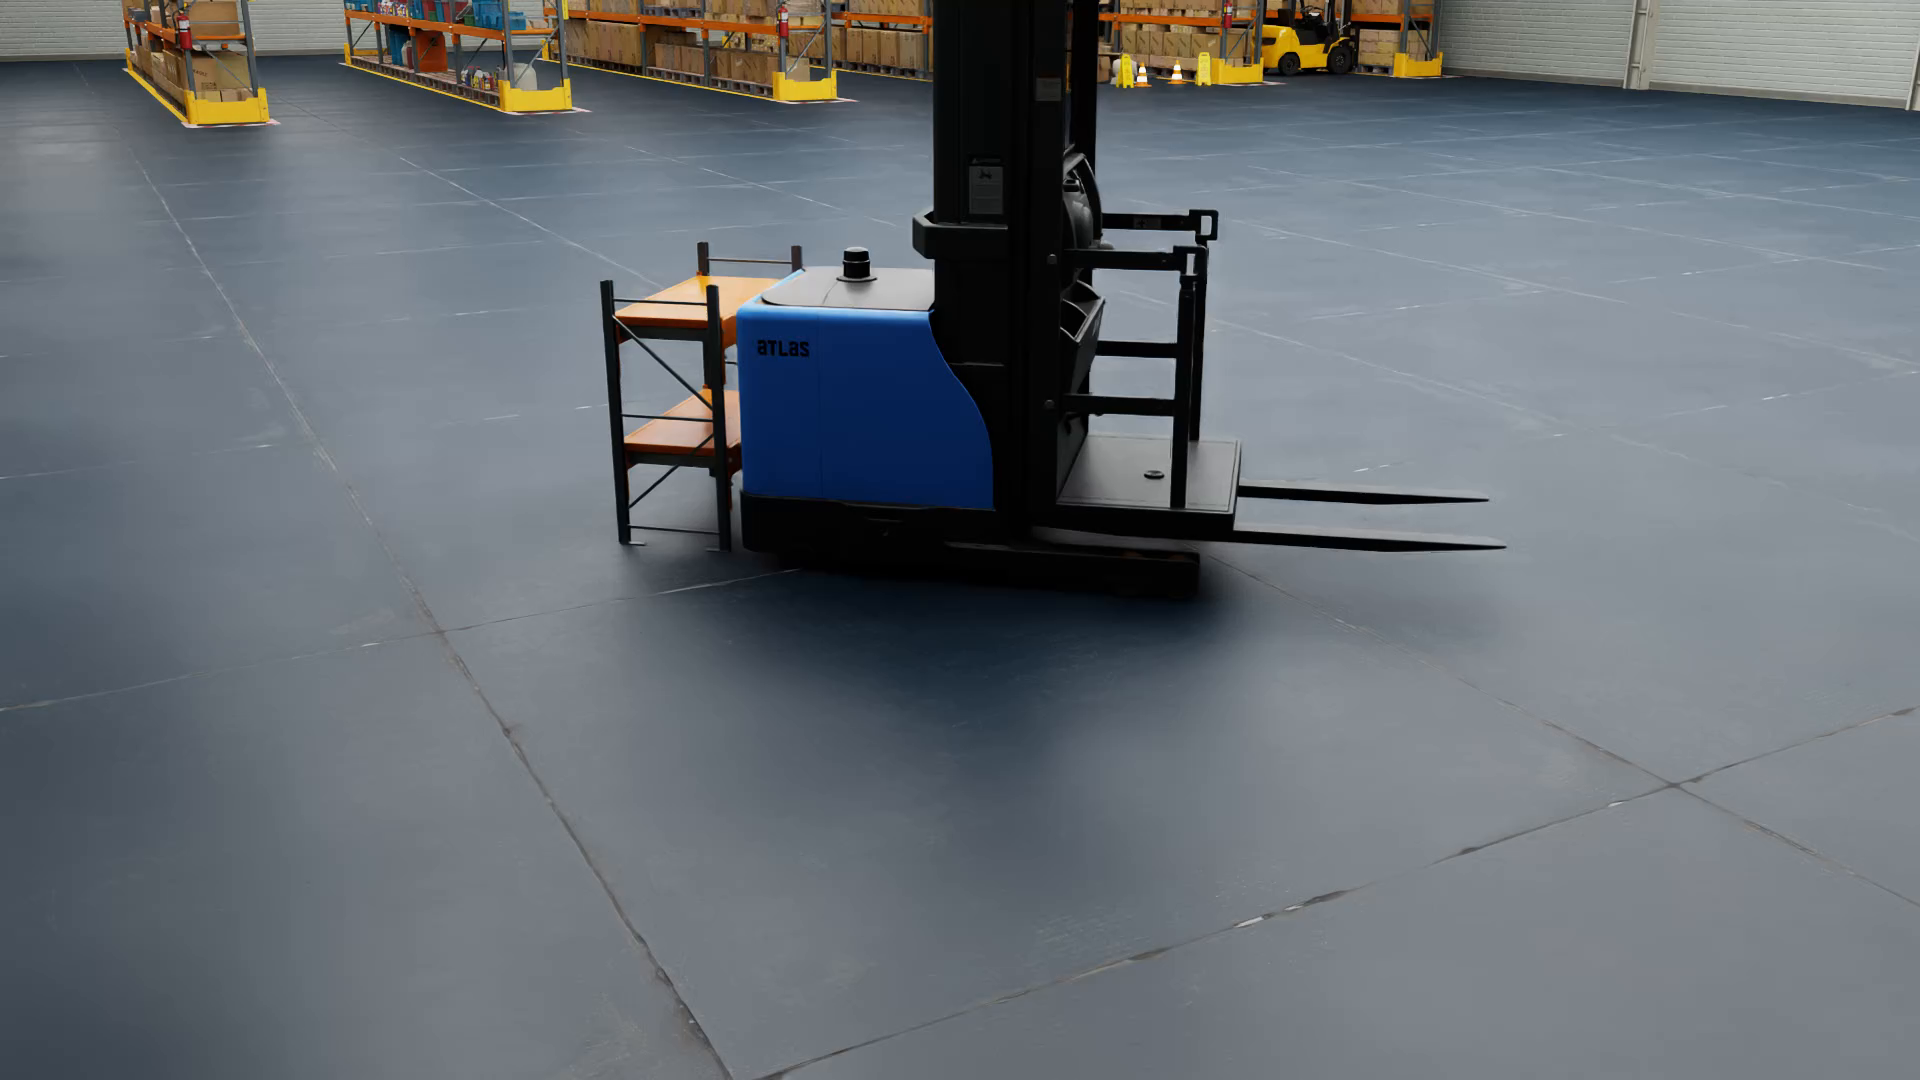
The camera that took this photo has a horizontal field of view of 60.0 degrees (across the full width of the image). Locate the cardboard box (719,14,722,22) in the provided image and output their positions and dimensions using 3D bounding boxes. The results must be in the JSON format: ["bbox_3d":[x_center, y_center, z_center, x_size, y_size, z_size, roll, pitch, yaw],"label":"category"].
[{"bbox_3d":[-4.512,-10.264,32.662,0.380,0.149,0.250,-10,21,-27],"label":"cardboard box"}]

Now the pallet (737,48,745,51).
[{"bbox_3d":[-5.622,-13.308,45.374,1.003,0.211,1.213,-10,21,-27],"label":"pallet"}]

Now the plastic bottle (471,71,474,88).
[{"bbox_3d":[-8.937,-8.455,30.526,0.061,0.283,0.133,-9,21,-24],"label":"plastic bottle"}]

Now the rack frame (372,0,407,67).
[{"bbox_3d":[-12.885,-12.232,37.981,1.000,3.000,0.127,-10,21,-27],"label":"rack frame"}]

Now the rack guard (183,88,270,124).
[{"bbox_3d":[-11.536,-6.832,26.165,1.175,0.500,0.348,-10,21,-27],"label":"rack guard"}]

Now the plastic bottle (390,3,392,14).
[{"bbox_3d":[-12.420,-11.609,36.373,0.097,0.271,0.097,0,19,0],"label":"plastic bottle"}]

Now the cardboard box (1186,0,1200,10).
[{"bbox_3d":[5.160,-11.535,35.351,0.500,0.500,0.500,-10,21,-27],"label":"cardboard box"}]

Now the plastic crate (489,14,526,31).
[{"bbox_3d":[-7.688,-8.814,28.304,0.499,0.251,0.616,-10,21,-27],"label":"plastic crate"}]

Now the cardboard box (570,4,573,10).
[{"bbox_3d":[-9.448,-13.212,41.207,0.380,0.149,0.250,-10,21,-26],"label":"cardboard box"}]

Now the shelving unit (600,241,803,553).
[{"bbox_3d":[-1.085,-0.662,7.323,0.538,1.125,1.048,4,20,13],"label":"shelving unit"}]

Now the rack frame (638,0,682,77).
[{"bbox_3d":[-6.627,-11.851,36.876,1.000,3.000,0.127,-10,21,-27],"label":"rack frame"}]

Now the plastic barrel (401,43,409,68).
[{"bbox_3d":[-12.116,-10.716,36.759,0.421,0.512,0.421,0,19,0],"label":"plastic barrel"}]

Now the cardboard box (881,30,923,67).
[{"bbox_3d":[-1.143,-11.018,37.270,1.050,0.750,0.750,-10,21,-27],"label":"cardboard box"}]

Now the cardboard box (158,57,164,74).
[{"bbox_3d":[-14.379,-8.697,30.448,0.500,0.311,0.500,-10,21,-27],"label":"cardboard box"}]

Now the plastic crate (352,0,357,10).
[{"bbox_3d":[-14.332,-12.829,39.877,0.416,0.233,0.300,-10,21,-27],"label":"plastic crate"}]

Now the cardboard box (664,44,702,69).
[{"bbox_3d":[-6.016,-10.530,36.208,0.700,0.500,0.500,-12,22,-31],"label":"cardboard box"}]

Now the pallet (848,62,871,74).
[{"bbox_3d":[-1.905,-11.034,38.784,1.003,0.211,1.213,-10,21,-27],"label":"pallet"}]

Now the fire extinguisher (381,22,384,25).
[{"bbox_3d":[-14.456,-13.281,41.711,0.296,0.674,0.183,-10,21,-27],"label":"fire extinguisher"}]

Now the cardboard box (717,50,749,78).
[{"bbox_3d":[-4.572,-9.598,33.537,0.500,0.500,0.500,-11,22,-28],"label":"cardboard box"}]

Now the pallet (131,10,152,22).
[{"bbox_3d":[-15.730,-10.410,32.996,1.213,0.211,1.003,-10,21,-27],"label":"pallet"}]

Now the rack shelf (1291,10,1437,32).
[{"bbox_3d":[9.311,-12.093,38.682,1.077,0.370,4.000,-10,21,-27],"label":"rack shelf"}]

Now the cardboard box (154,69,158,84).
[{"bbox_3d":[-15.117,-8.876,31.827,0.500,0.250,0.500,-11,22,-28],"label":"cardboard box"}]

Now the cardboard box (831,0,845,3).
[{"bbox_3d":[-2.852,-12.740,39.195,0.380,0.149,0.250,-10,21,-26],"label":"cardboard box"}]

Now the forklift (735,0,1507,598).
[{"bbox_3d":[0.670,-1.348,6.545,3.031,2.935,1.130,4,19,10],"label":"forklift"}]

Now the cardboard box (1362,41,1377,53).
[{"bbox_3d":[9.525,-11.231,37.886,0.500,0.250,0.500,-10,22,-27],"label":"cardboard box"}]

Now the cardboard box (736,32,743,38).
[{"bbox_3d":[-5.819,-13.663,44.943,0.380,0.149,0.250,-10,21,-27],"label":"cardboard box"}]

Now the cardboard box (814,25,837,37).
[{"bbox_3d":[-3.246,-12.409,40.532,0.500,0.250,0.500,-9,21,-25],"label":"cardboard box"}]

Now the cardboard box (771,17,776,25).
[{"bbox_3d":[-3.263,-9.557,30.614,0.380,0.149,0.250,-10,21,-27],"label":"cardboard box"}]

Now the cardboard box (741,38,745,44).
[{"bbox_3d":[-5.689,-13.453,44.792,0.380,0.149,0.250,-9,21,-25],"label":"cardboard box"}]

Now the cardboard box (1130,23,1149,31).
[{"bbox_3d":[4.043,-11.541,37.406,0.380,0.149,0.250,-10,21,-26],"label":"cardboard box"}]

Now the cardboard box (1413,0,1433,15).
[{"bbox_3d":[10.269,-12.092,37.421,0.500,0.500,0.500,-9,21,-25],"label":"cardboard box"}]

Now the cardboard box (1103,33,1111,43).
[{"bbox_3d":[4.456,-14.458,47.909,0.500,0.311,0.500,-9,21,-25],"label":"cardboard box"}]

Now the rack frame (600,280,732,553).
[{"bbox_3d":[-1.207,-0.501,6.856,0.500,1.125,0.032,4,20,13],"label":"rack frame"}]

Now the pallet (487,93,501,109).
[{"bbox_3d":[-7.645,-7.717,29.173,1.003,0.211,1.213,-10,21,-27],"label":"pallet"}]

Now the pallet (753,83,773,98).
[{"bbox_3d":[-3.218,-8.496,31.431,1.003,0.211,1.213,-10,21,-27],"label":"pallet"}]

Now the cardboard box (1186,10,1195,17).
[{"bbox_3d":[5.058,-11.246,35.510,0.380,0.149,0.250,-10,21,-26],"label":"cardboard box"}]

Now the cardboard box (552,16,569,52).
[{"bbox_3d":[-10.051,-13.170,43.313,0.875,0.875,0.875,-10,21,-27],"label":"cardboard box"}]

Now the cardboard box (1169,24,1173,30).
[{"bbox_3d":[5.761,-13.738,44.539,0.380,0.149,0.250,-11,22,-28],"label":"cardboard box"}]

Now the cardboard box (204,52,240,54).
[{"bbox_3d":[-12.317,-7.893,27.830,0.500,0.500,0.500,-10,21,-27],"label":"cardboard box"}]

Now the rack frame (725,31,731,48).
[{"bbox_3d":[-6.012,-14.886,45.674,1.000,3.000,0.127,-10,21,-27],"label":"rack frame"}]

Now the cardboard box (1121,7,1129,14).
[{"bbox_3d":[3.862,-11.979,37.632,0.380,0.149,0.250,-10,21,-27],"label":"cardboard box"}]

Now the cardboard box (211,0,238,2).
[{"bbox_3d":[-11.545,-8.521,26.078,0.380,0.149,0.250,-10,21,-27],"label":"cardboard box"}]

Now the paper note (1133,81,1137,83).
[{"bbox_3d":[3.693,-9.649,35.046,0.142,0.019,0.148,16,25,39],"label":"paper note"}]

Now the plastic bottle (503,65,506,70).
[{"bbox_3d":[-8.527,-8.751,31.279,0.144,0.351,0.185,-11,22,-28],"label":"plastic bottle"}]

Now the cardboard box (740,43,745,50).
[{"bbox_3d":[-5.700,-13.314,44.845,0.380,0.149,0.250,-10,21,-26],"label":"cardboard box"}]

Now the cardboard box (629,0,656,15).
[{"bbox_3d":[-7.079,-12.001,37.159,0.500,0.500,0.500,-9,21,-25],"label":"cardboard box"}]

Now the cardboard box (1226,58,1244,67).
[{"bbox_3d":[5.754,-10.262,35.844,0.500,0.250,0.500,-10,21,-27],"label":"cardboard box"}]

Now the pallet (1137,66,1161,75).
[{"bbox_3d":[4.344,-10.732,37.909,1.003,0.211,1.213,-10,21,-27],"label":"pallet"}]

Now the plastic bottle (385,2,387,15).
[{"bbox_3d":[-12.665,-11.750,36.764,0.061,0.283,0.133,-10,21,-27],"label":"plastic bottle"}]
